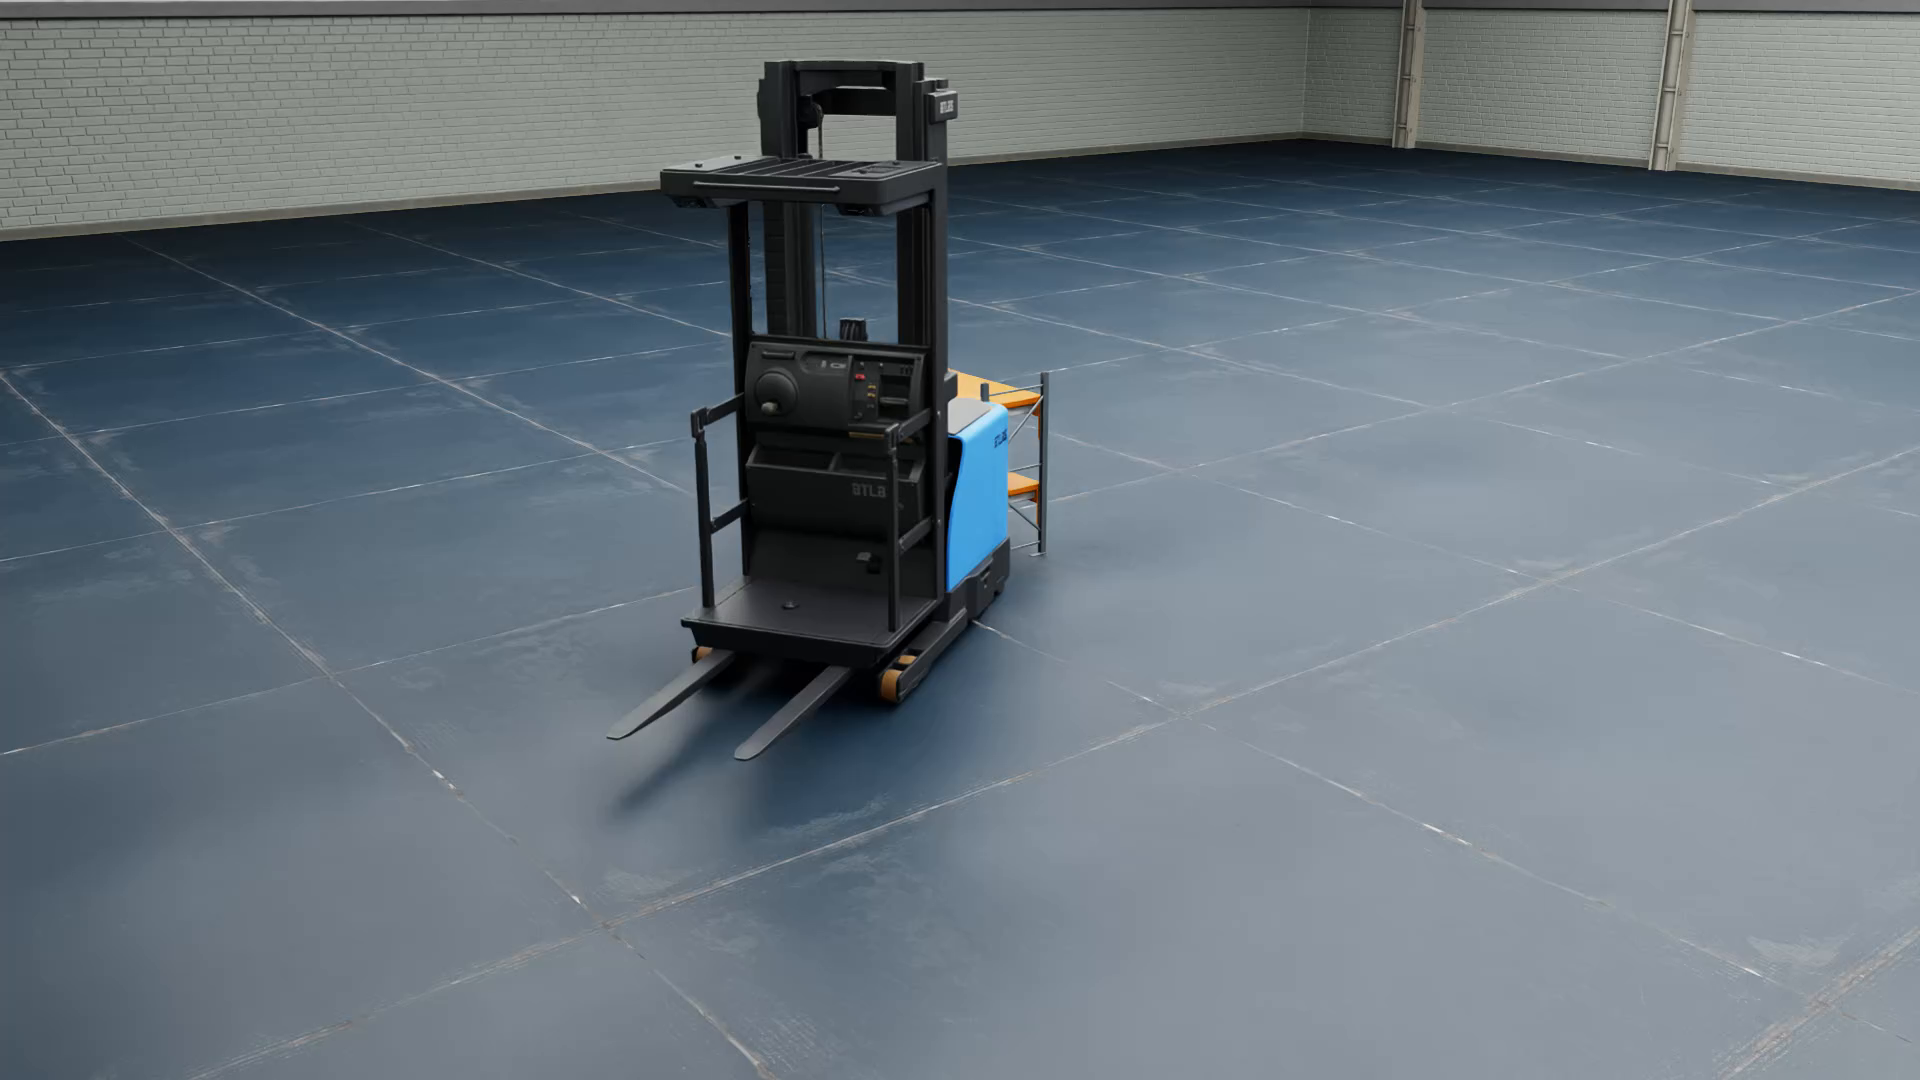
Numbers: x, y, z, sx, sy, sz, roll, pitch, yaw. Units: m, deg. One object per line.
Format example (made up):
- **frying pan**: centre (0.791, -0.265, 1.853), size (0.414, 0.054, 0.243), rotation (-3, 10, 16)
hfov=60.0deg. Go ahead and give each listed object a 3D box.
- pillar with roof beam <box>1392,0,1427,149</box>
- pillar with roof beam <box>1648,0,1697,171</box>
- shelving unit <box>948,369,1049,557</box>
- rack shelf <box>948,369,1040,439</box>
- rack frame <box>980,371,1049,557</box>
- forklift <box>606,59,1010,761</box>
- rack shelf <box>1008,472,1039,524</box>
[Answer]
- **pillar with roof beam**: centre (6.252, -11.952, 32.141), size (9.100, 9.000, 0.400), rotation (-14, 23, -36)
- **pillar with roof beam**: centre (9.978, -10.473, 27.676), size (9.100, 9.000, 0.400), rotation (-14, 23, -36)
- **shelving unit**: centre (0.004, -0.532, 10.181), size (0.538, 1.125, 1.048), rotation (-14, 23, -36)
- **rack shelf**: centre (0.004, -0.810, 10.089), size (0.538, 0.278, 1.000), rotation (-14, 23, -36)
- **rack frame**: centre (0.320, -0.407, 9.802), size (0.500, 1.125, 0.032), rotation (-14, 23, -36)
- **forklift**: centre (-0.691, -0.750, 7.963), size (1.130, 2.935, 3.031), rotation (6, 19, 19)
- **rack shelf**: centre (0.004, -0.300, 10.258), size (0.538, 0.278, 1.000), rotation (-14, 23, -36)
